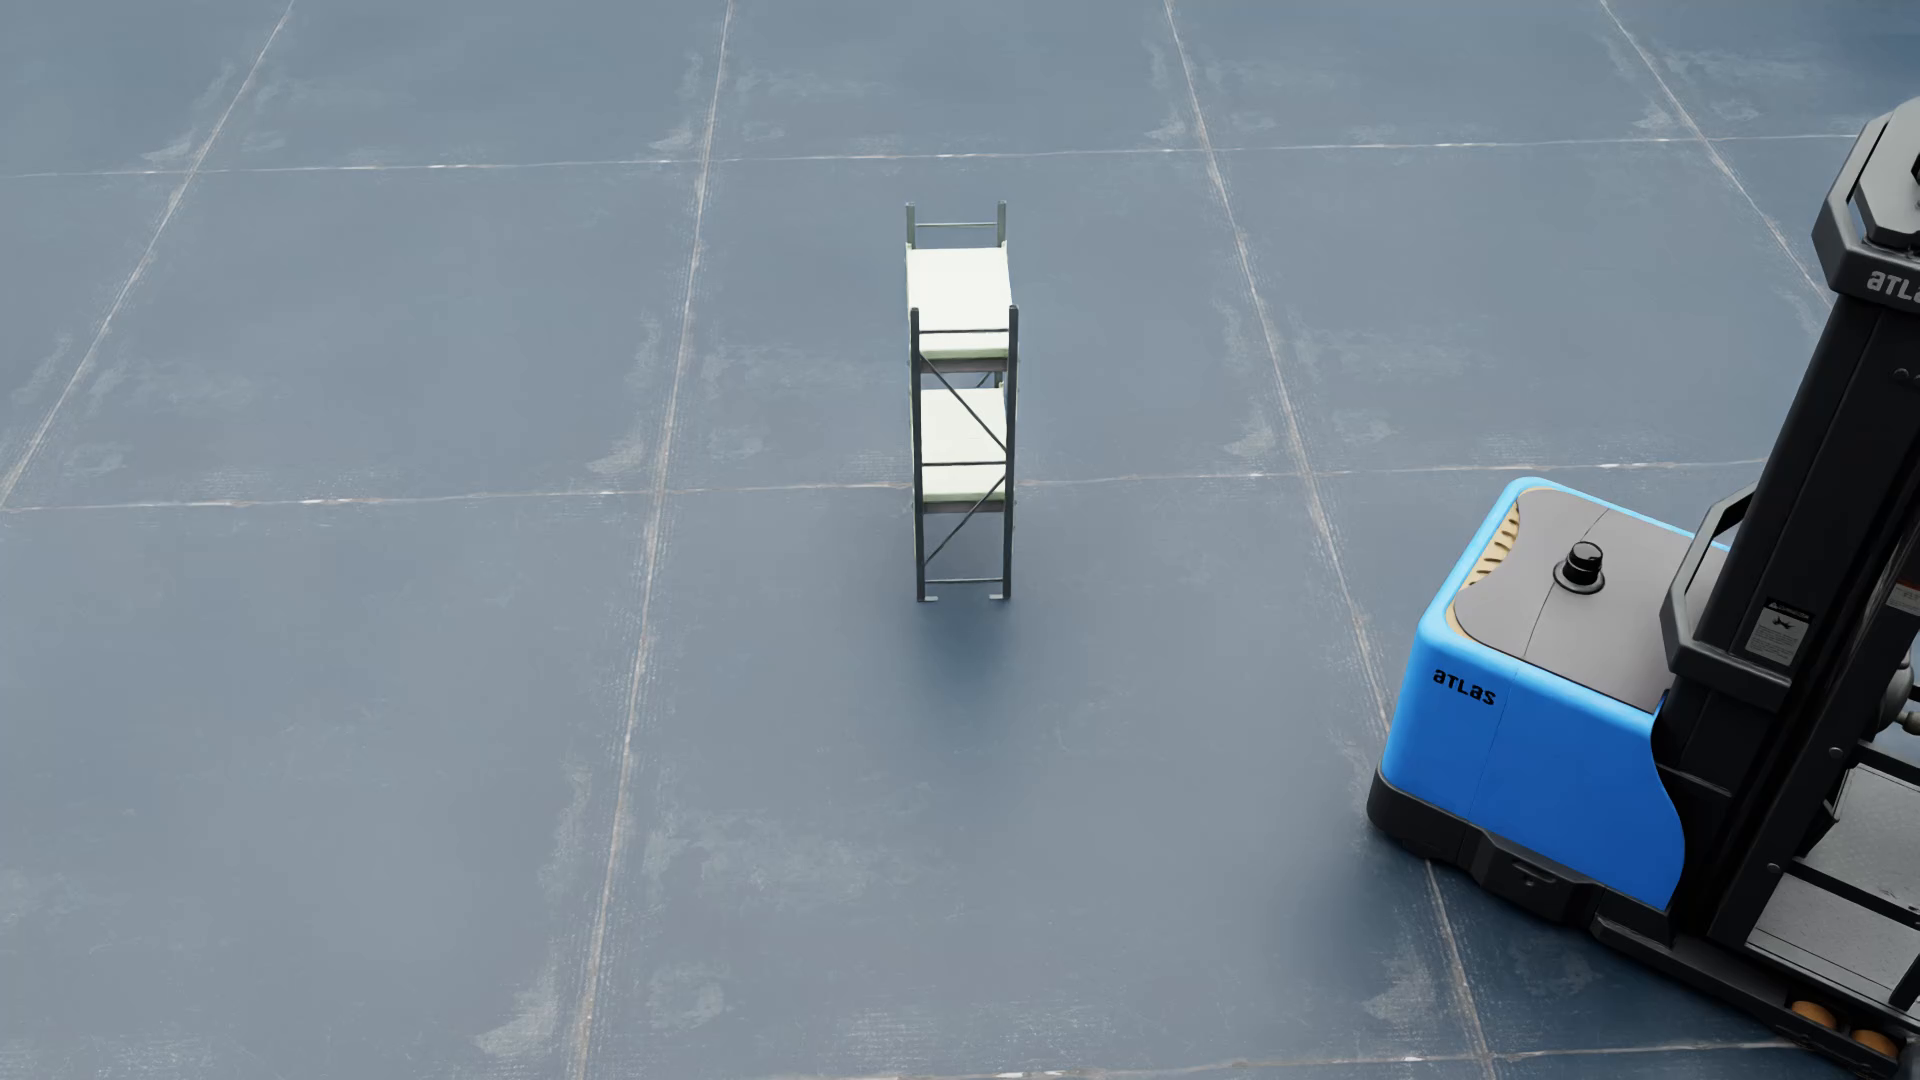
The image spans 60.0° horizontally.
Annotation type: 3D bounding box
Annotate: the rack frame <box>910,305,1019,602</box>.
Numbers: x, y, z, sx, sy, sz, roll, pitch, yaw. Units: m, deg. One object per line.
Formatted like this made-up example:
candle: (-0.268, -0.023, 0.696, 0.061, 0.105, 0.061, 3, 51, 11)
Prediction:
rack frame: (0.016, -0.301, 6.618, 0.400, 1.500, 0.023, -2, 43, -2)

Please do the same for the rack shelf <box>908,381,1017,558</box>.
rack shelf: (0.000, -0.308, 7.108, 0.431, 0.370, 0.720, -2, 43, -2)

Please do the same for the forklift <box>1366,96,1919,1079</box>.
forklift: (3.024, 0.277, 4.928, 3.031, 2.935, 1.130, 24, 48, 24)

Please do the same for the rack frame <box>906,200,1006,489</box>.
rack frame: (-0.015, -0.795, 7.158, 0.400, 1.500, 0.023, -2, 43, -2)

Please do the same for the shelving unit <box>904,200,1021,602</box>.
shelving unit: (0.000, -0.548, 6.888, 0.431, 1.500, 0.755, -2, 43, -2)

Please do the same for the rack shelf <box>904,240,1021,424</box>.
rack shelf: (0.000, -0.836, 6.624, 0.431, 0.370, 0.720, -2, 43, -2)
